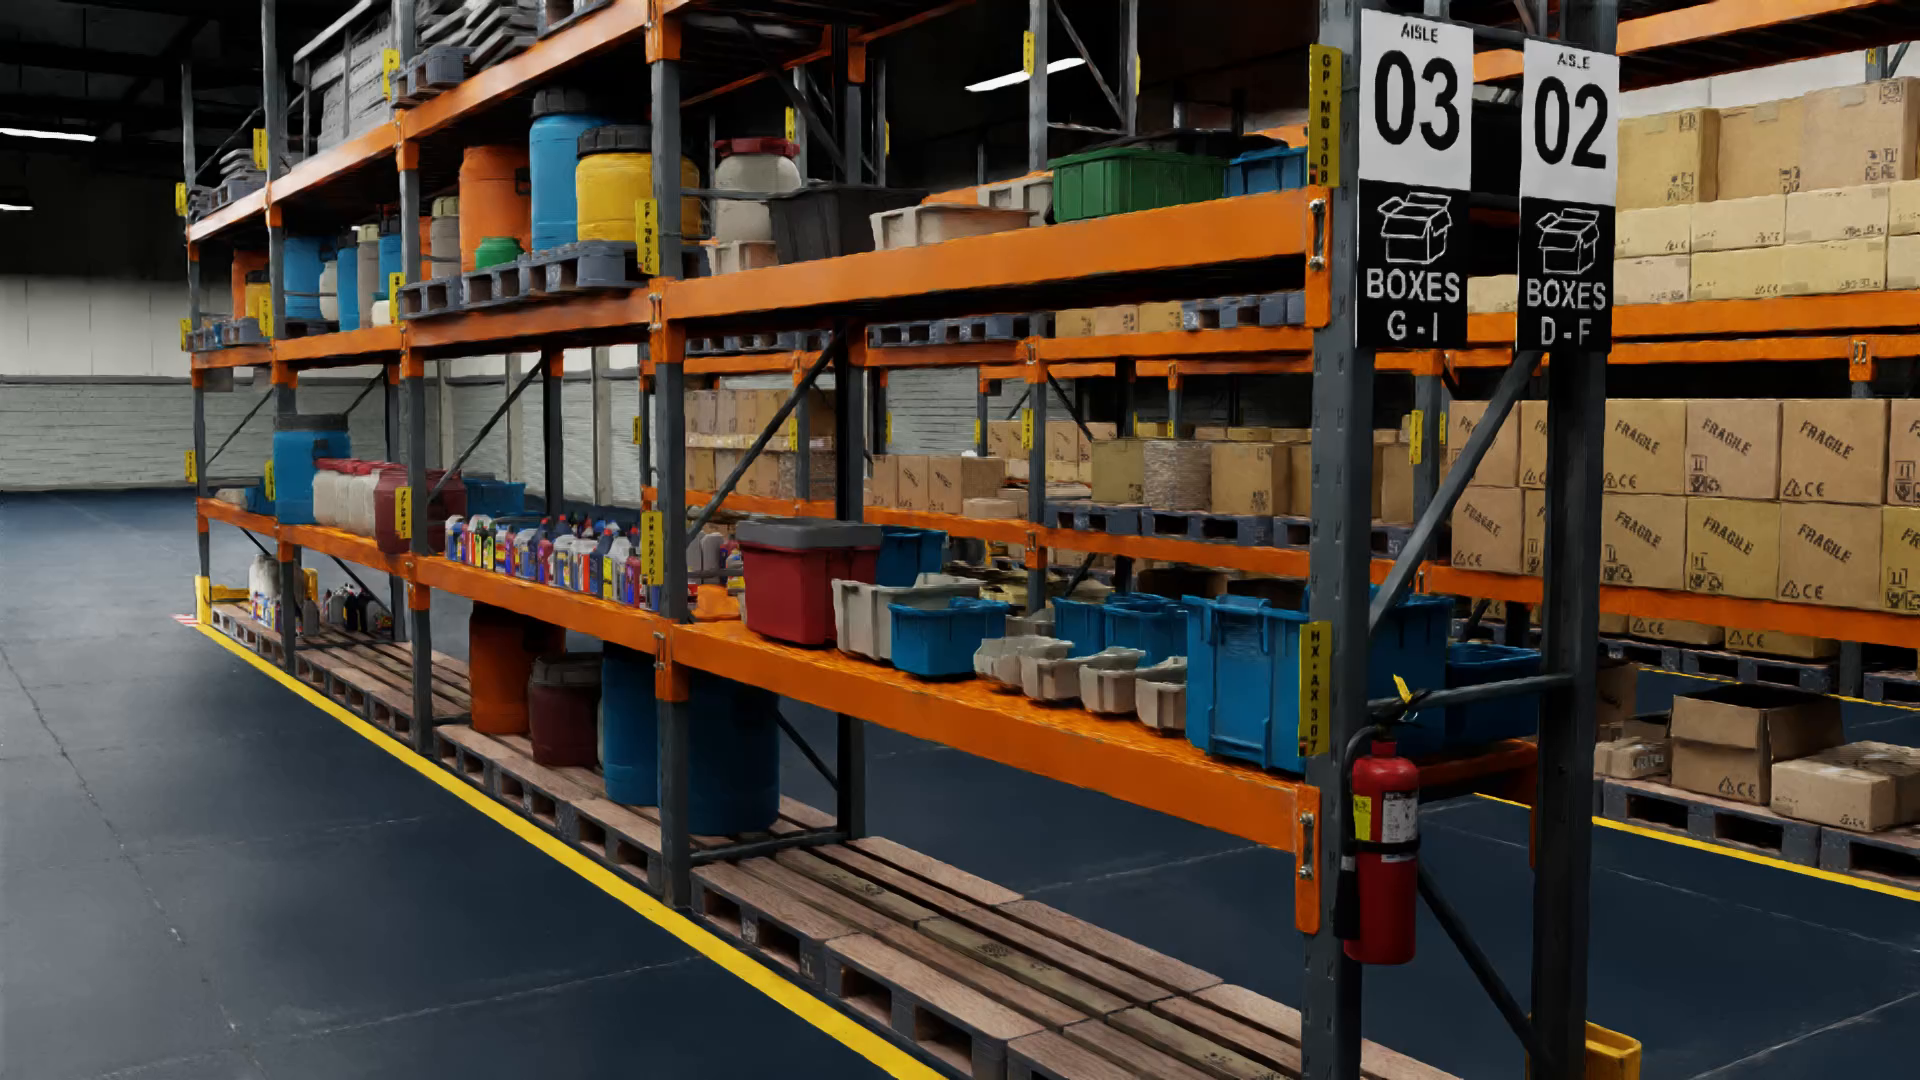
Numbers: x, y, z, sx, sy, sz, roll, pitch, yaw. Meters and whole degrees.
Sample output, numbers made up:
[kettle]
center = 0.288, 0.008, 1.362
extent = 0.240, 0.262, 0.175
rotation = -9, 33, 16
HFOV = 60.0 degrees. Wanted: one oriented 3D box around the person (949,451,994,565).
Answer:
[person]
center = 0.142, -0.080, 18.035
extent = 0.587, 1.768, 0.747
rotation = -3, 6, -36
